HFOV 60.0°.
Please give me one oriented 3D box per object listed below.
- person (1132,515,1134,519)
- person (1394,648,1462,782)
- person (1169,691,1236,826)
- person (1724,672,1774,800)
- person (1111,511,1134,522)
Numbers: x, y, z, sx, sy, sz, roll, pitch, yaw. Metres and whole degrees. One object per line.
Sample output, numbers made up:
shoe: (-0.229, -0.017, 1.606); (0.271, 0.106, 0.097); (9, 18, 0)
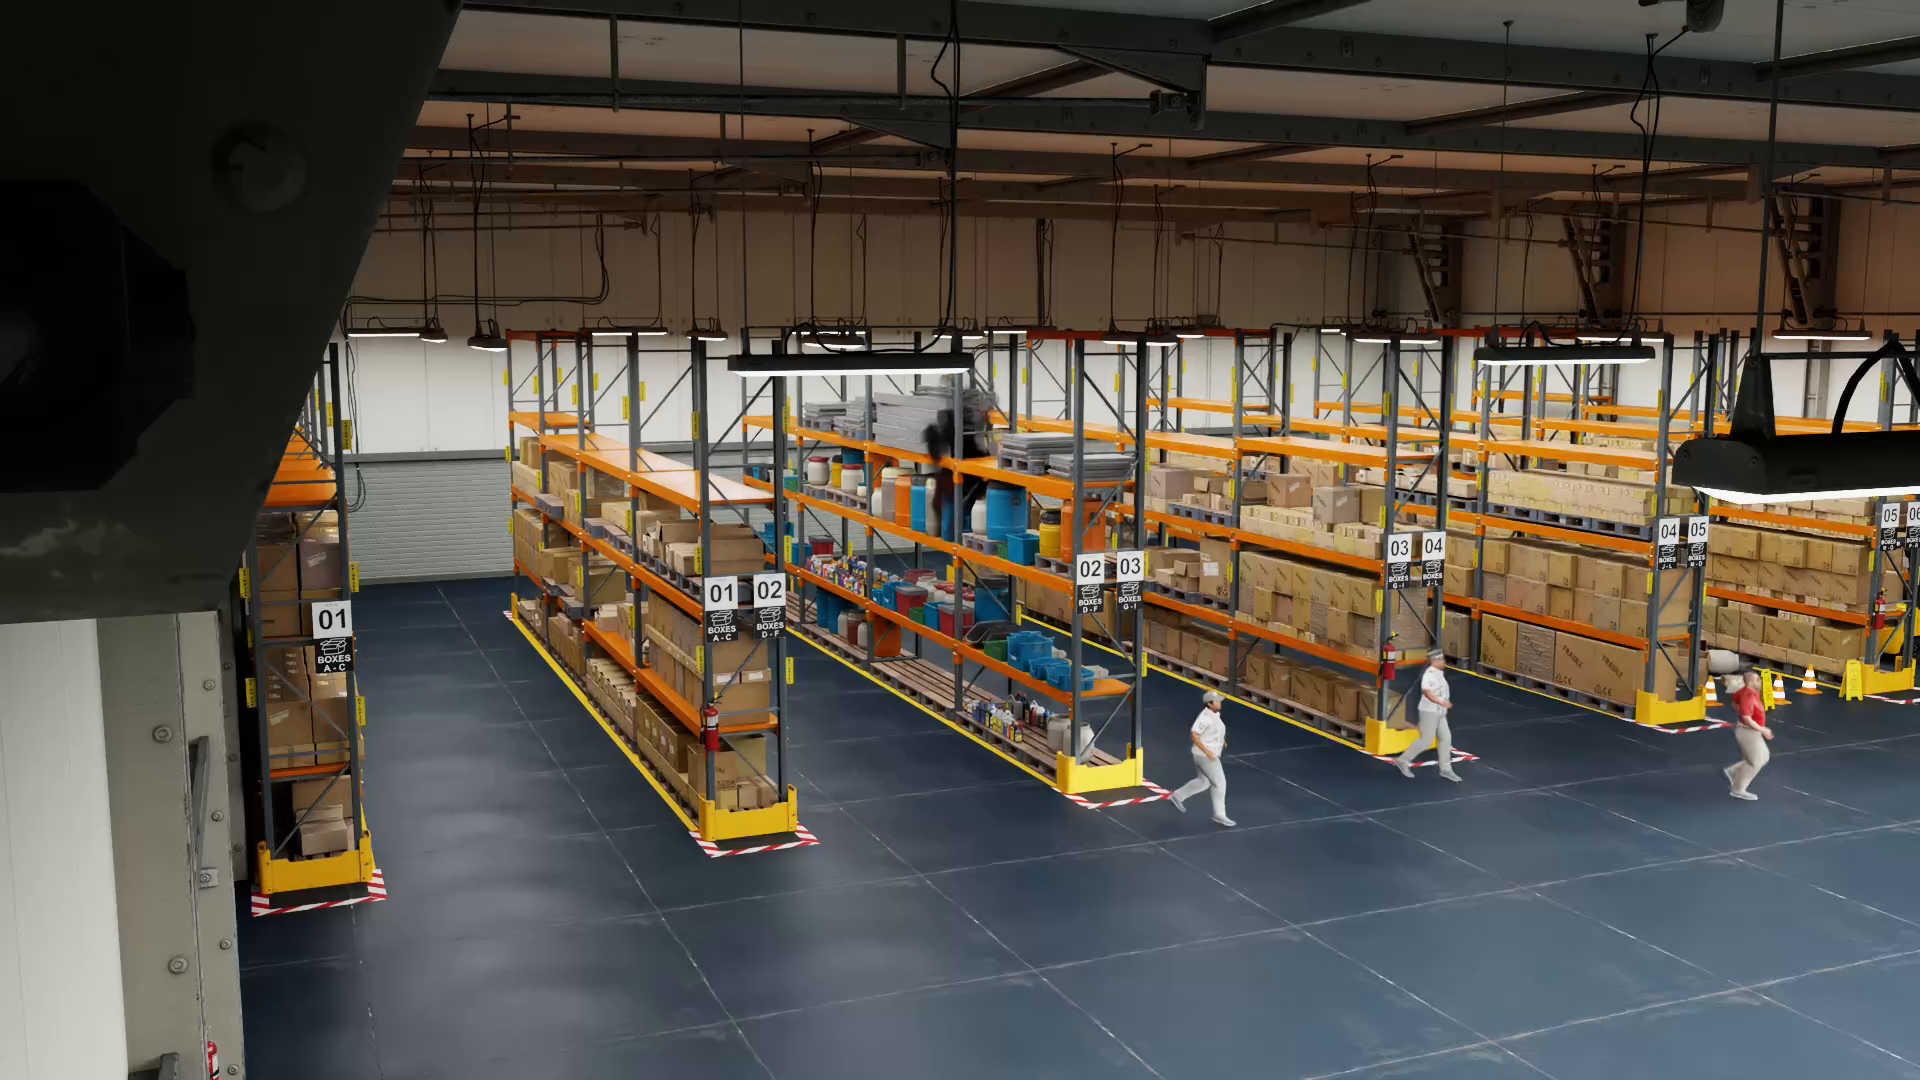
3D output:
person: (4.524, -0.187, 41.720); (0.722, 1.764, 0.751); (-4, 9, -29)
person: (6.478, 2.368, 22.757); (0.895, 1.774, 0.734); (4, 9, 26)
person: (3.036, 2.693, 20.756); (0.851, 1.672, 0.622); (2, 8, 12)
person: (10.339, 2.552, 21.774); (0.540, 1.692, 0.669); (3, 8, 19)
person: (3.963, -0.157, 41.537); (0.804, 1.768, 0.799); (-3, 8, -19)
